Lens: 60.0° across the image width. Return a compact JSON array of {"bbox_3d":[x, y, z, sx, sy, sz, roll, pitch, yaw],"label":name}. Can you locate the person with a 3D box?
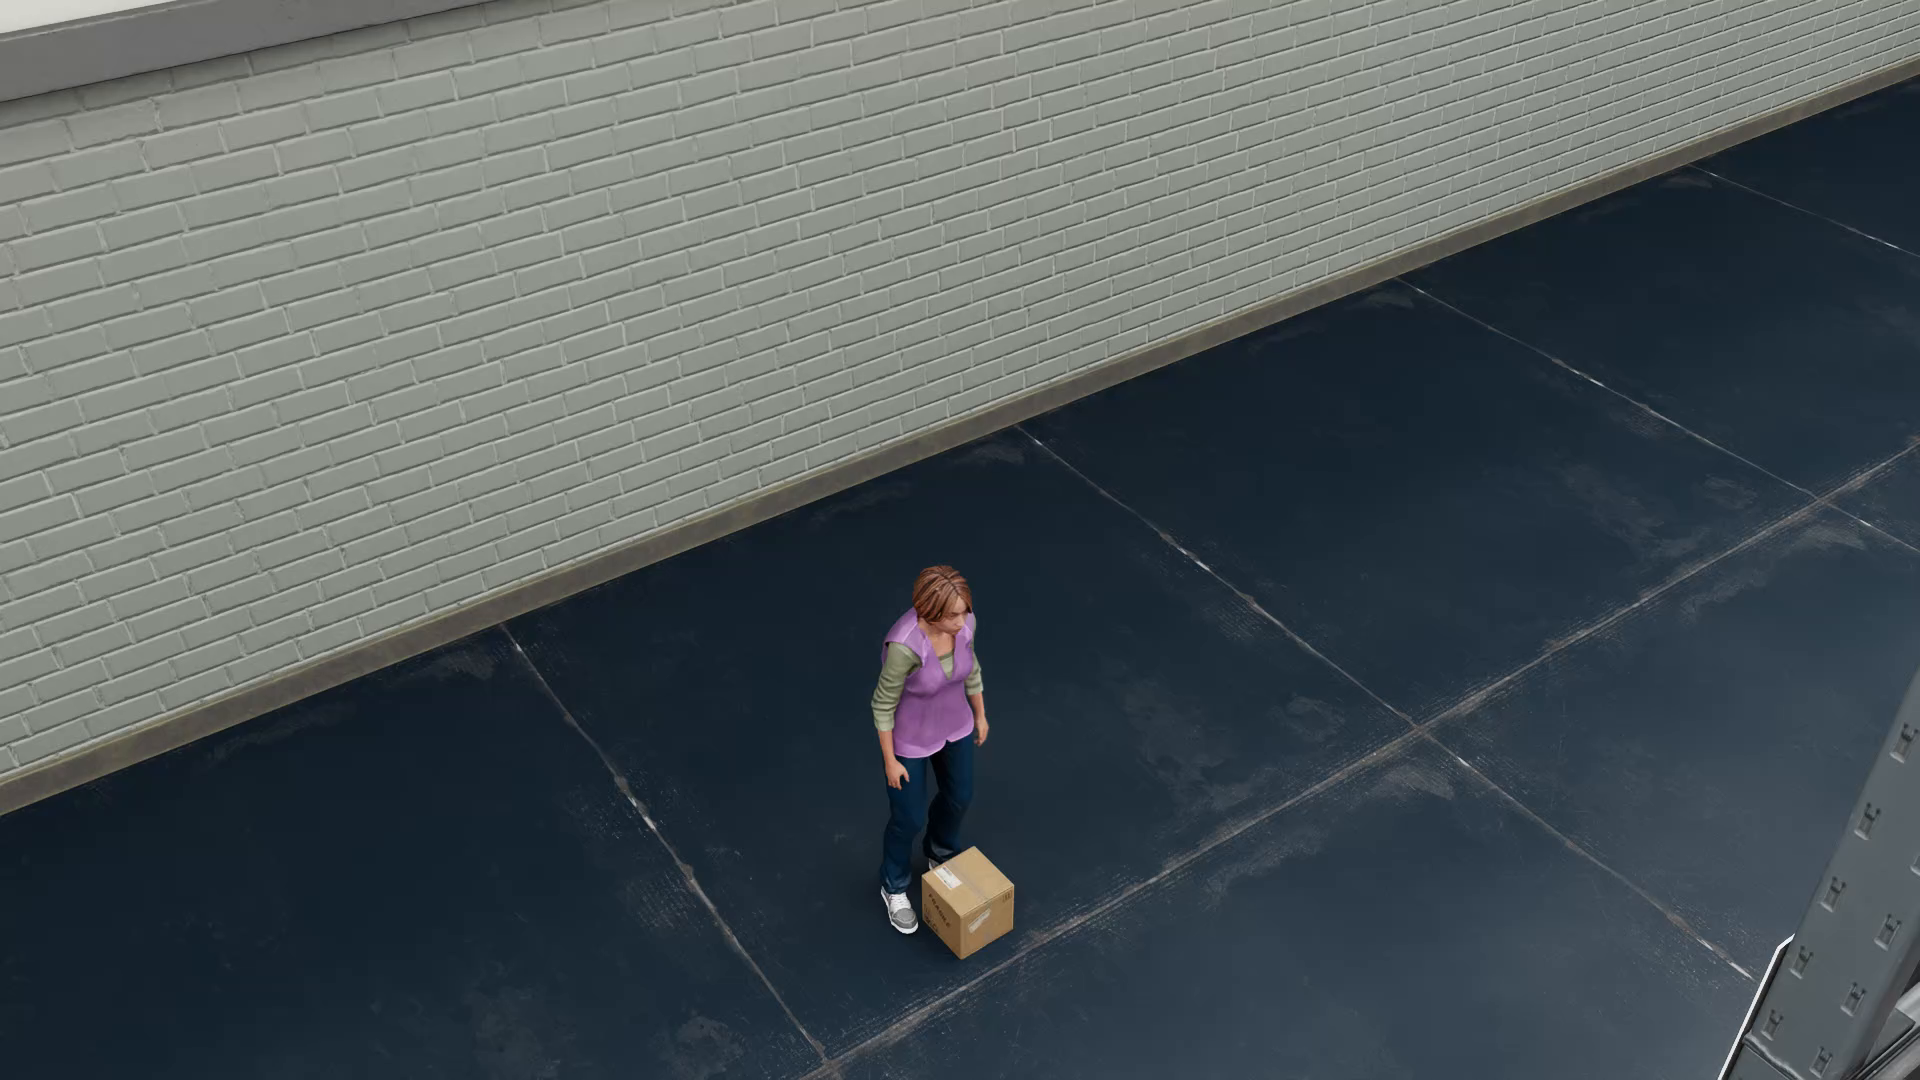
[{"bbox_3d":[-3.264,2.475,2.372,10.366,3.194,2.769,-25,44,-29],"label":"person"}]
